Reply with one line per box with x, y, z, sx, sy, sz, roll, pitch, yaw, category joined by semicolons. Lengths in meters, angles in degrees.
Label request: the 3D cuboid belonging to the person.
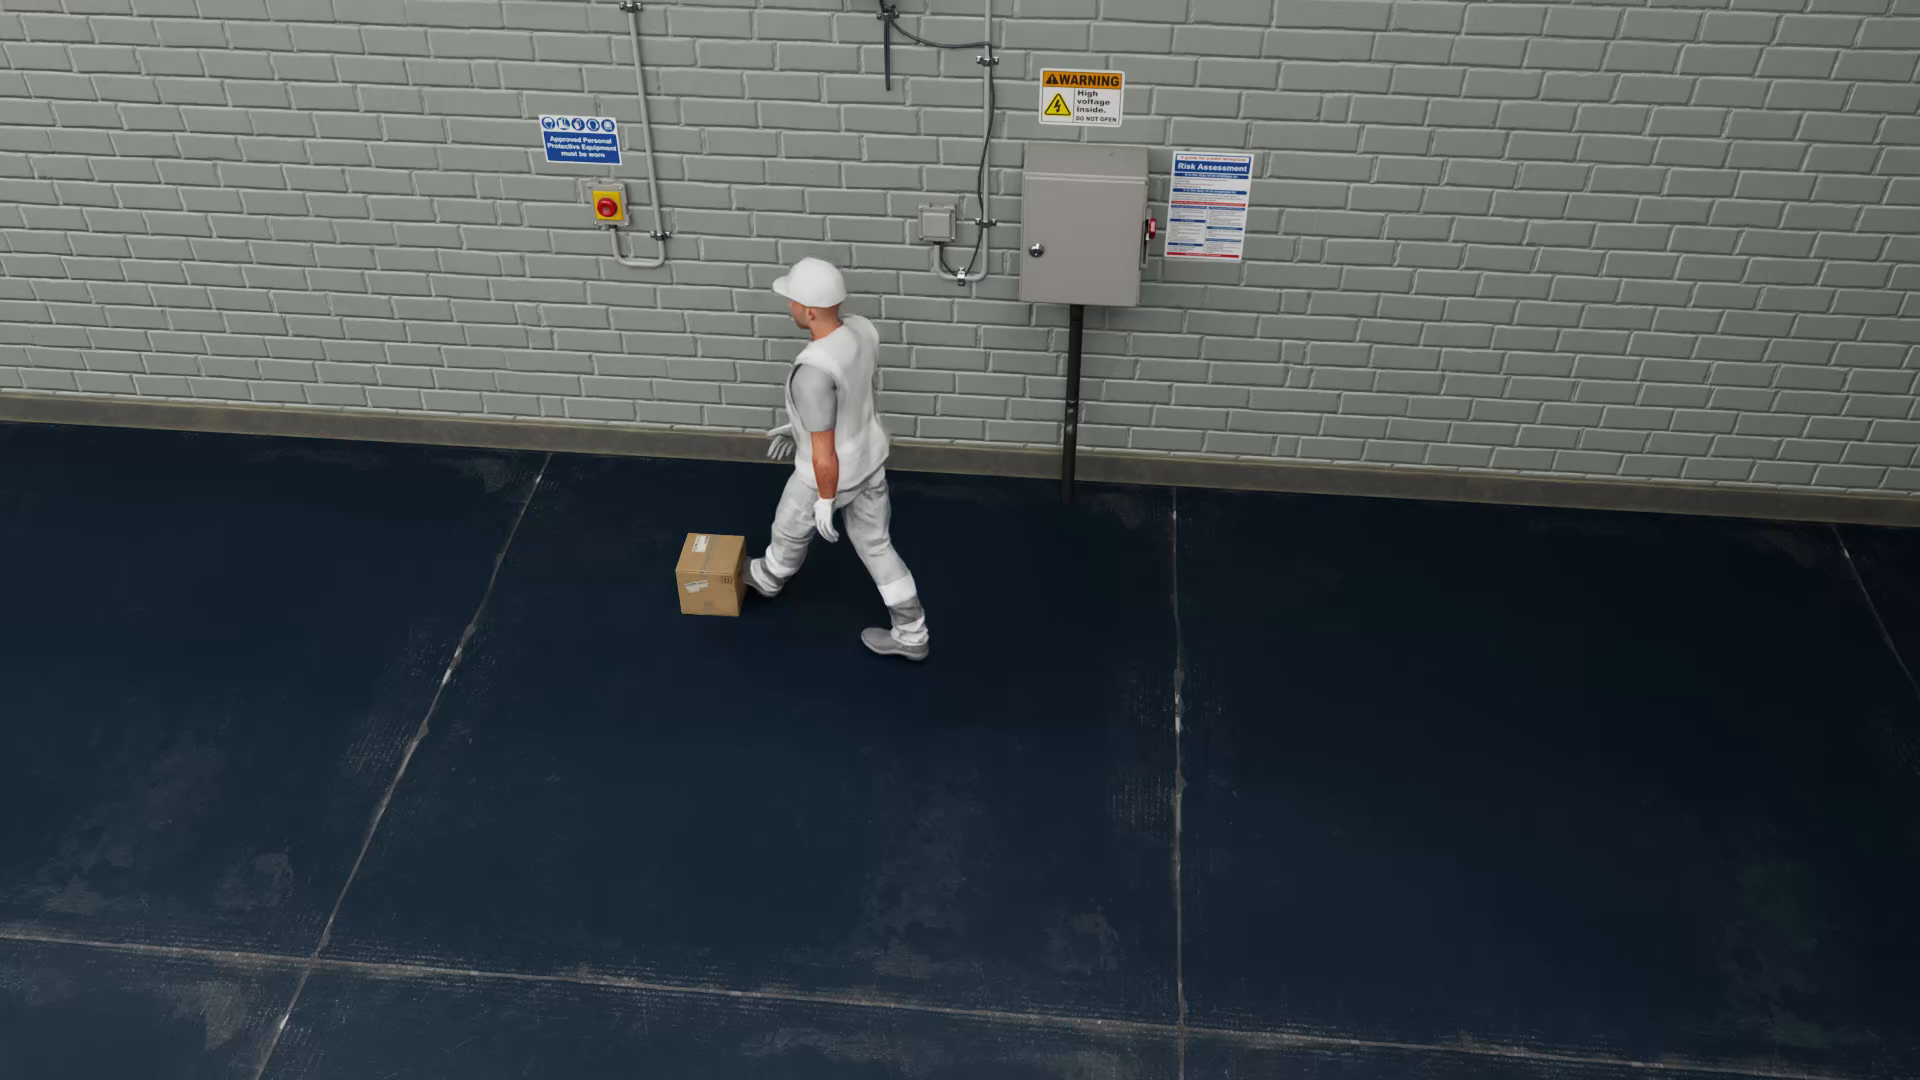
-0.578;-0.342;6.539;1.041;1.712;0.547;22;45;24;person
